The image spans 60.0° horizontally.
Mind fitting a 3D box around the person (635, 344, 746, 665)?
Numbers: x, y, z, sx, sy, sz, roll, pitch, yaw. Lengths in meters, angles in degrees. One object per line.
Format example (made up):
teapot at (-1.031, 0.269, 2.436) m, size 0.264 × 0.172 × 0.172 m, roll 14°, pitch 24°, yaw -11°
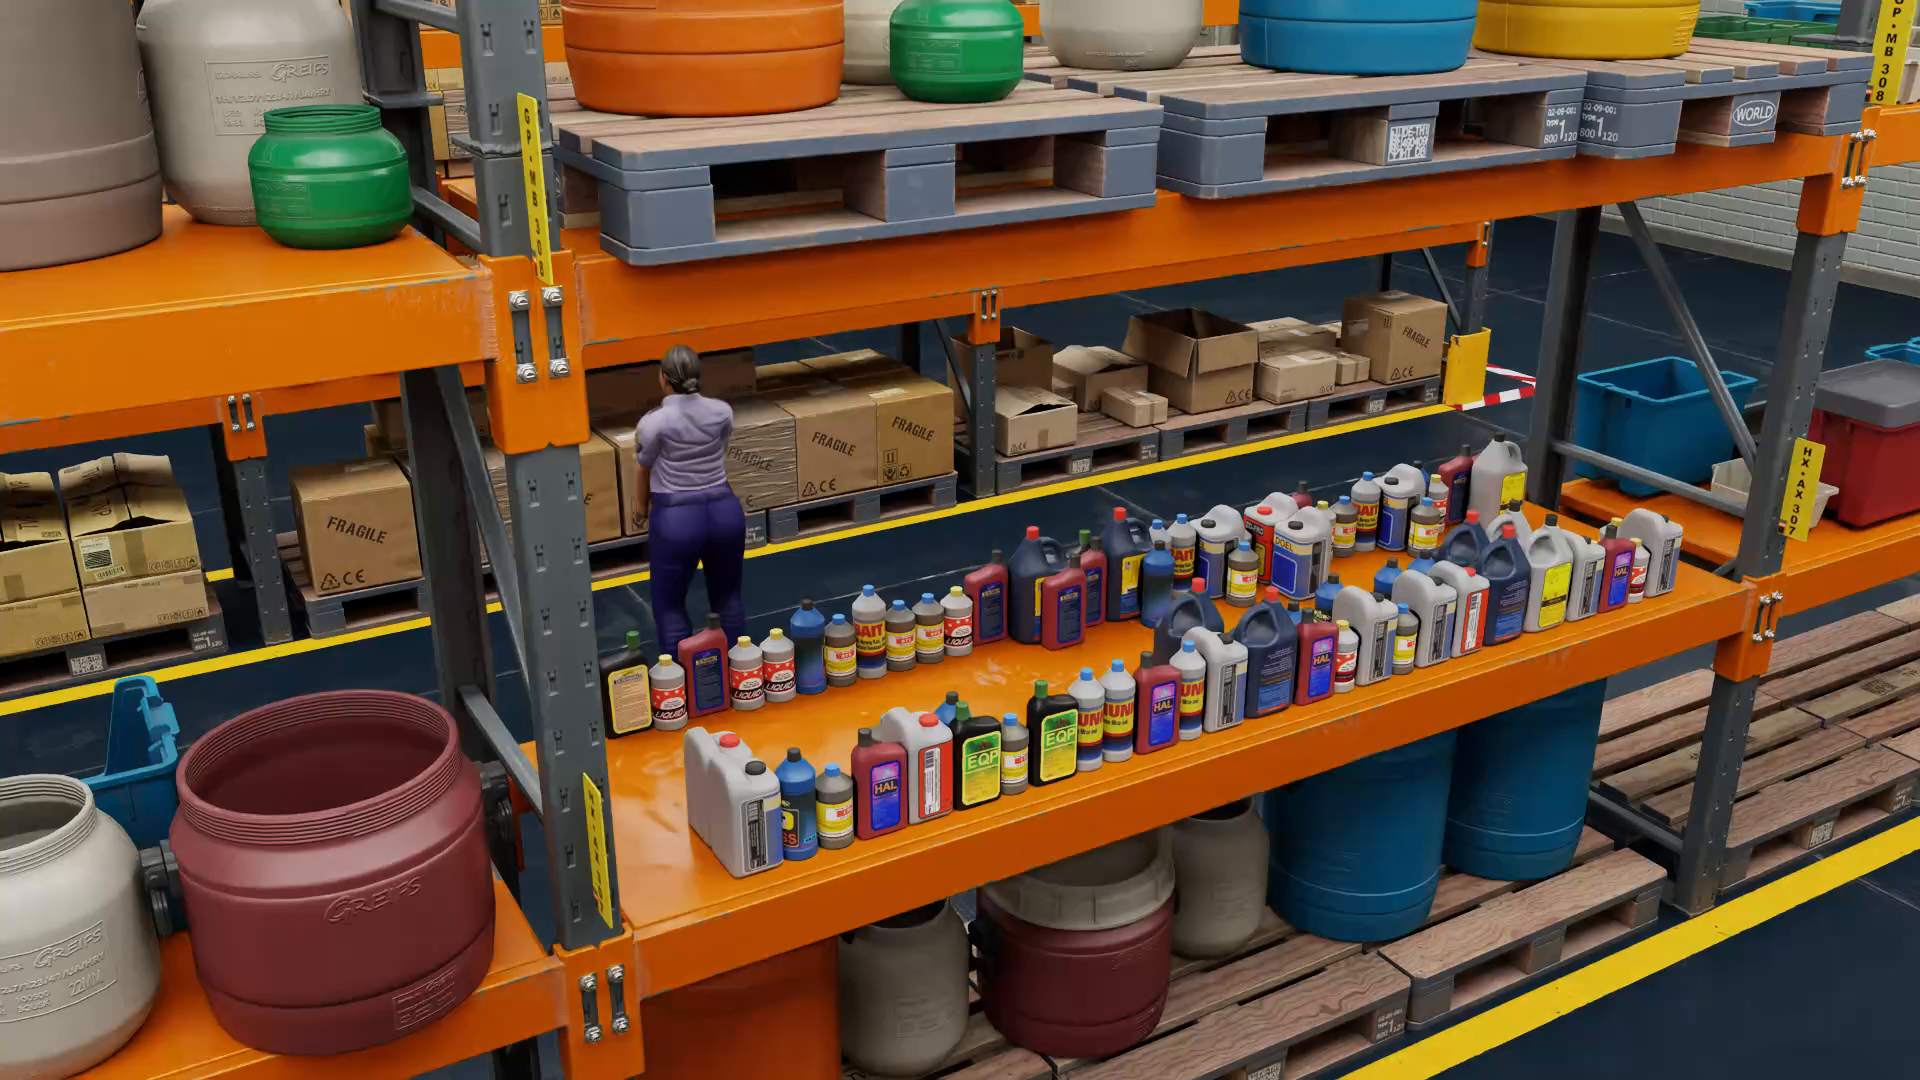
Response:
person at (-1.204, -0.076, 7.310) m, size 0.435 × 1.647 × 0.529 m, roll -13°, pitch 25°, yaw -29°
